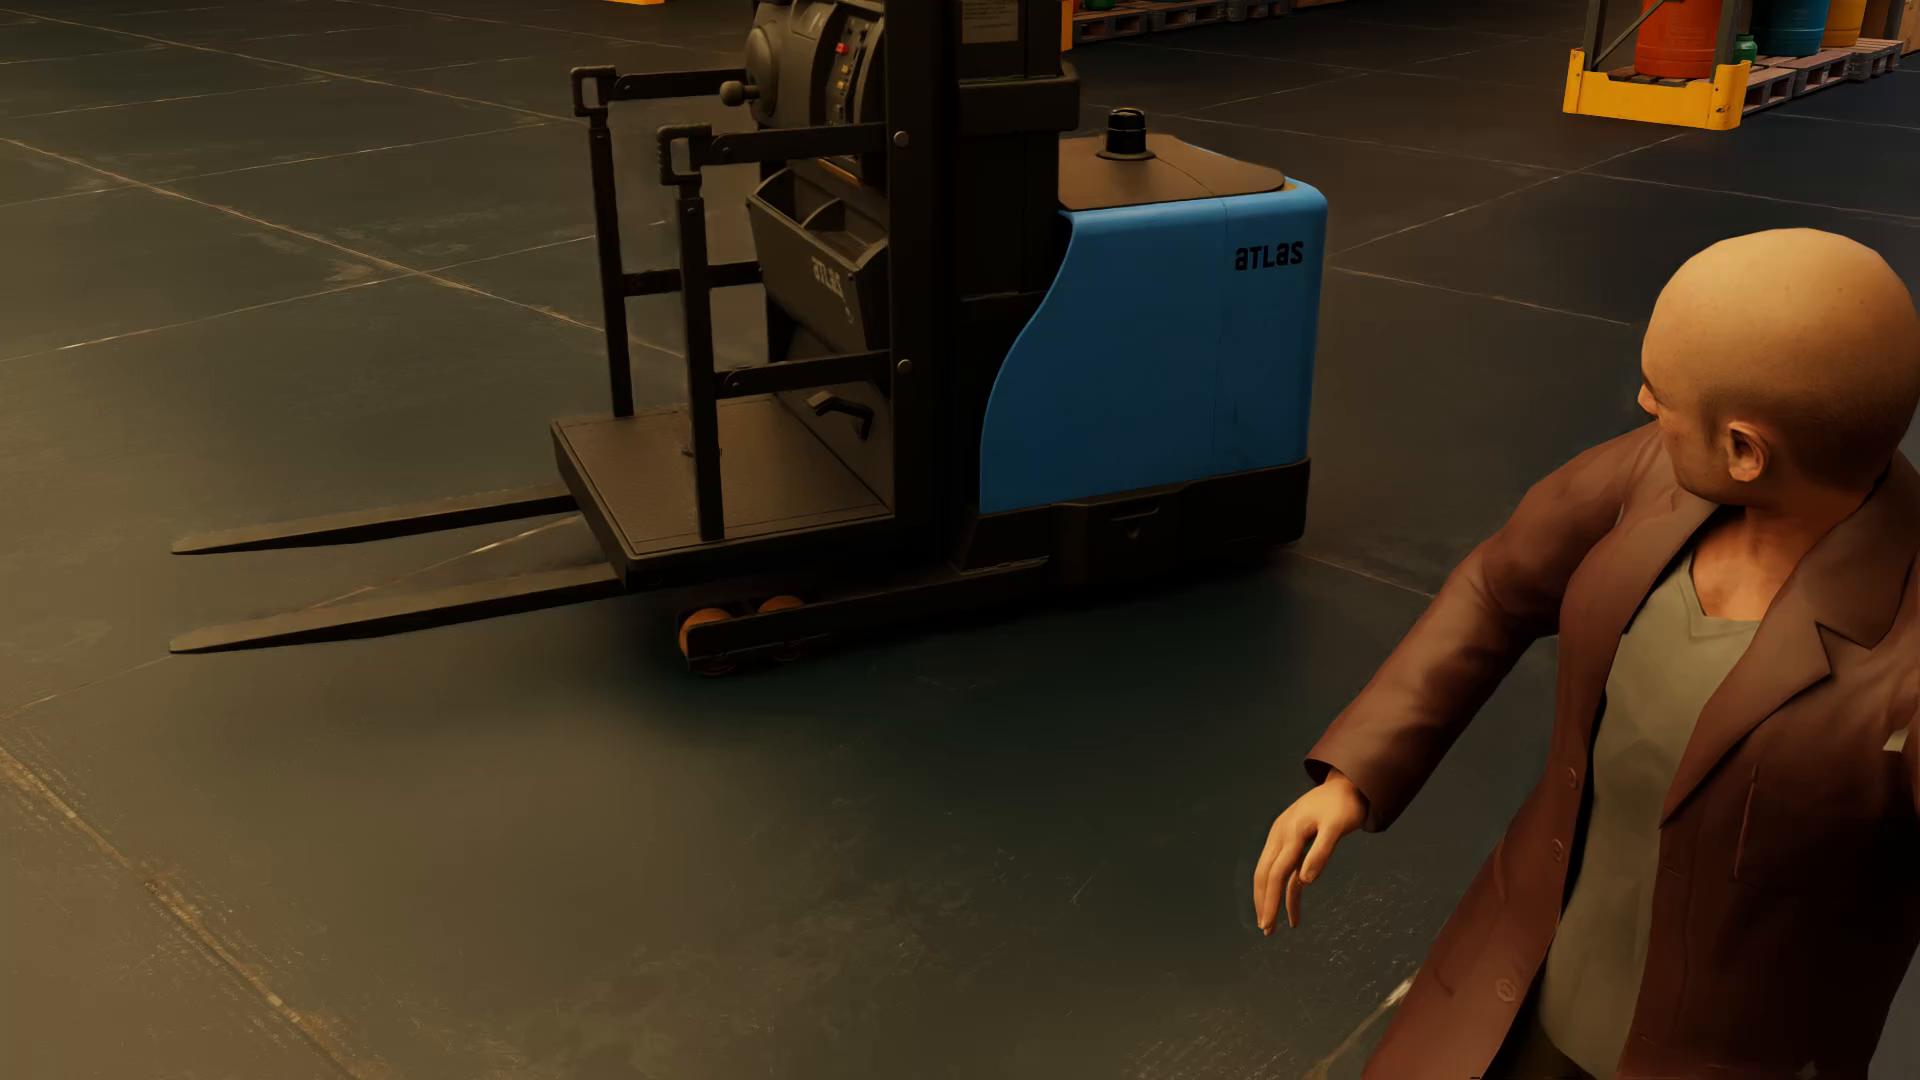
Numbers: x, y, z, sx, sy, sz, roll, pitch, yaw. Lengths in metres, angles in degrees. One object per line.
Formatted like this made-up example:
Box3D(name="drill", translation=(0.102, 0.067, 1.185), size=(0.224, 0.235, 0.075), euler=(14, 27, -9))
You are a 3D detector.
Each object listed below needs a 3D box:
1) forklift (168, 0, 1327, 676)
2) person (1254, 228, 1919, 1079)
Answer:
Box3D(name="forklift", translation=(-0.561, -1.241, 4.158), size=(3.031, 2.935, 1.130), euler=(-10, 25, -21))
Box3D(name="person", translation=(0.627, 0.559, 1.631), size=(0.644, 1.736, 0.829), euler=(-14, 27, -29))
